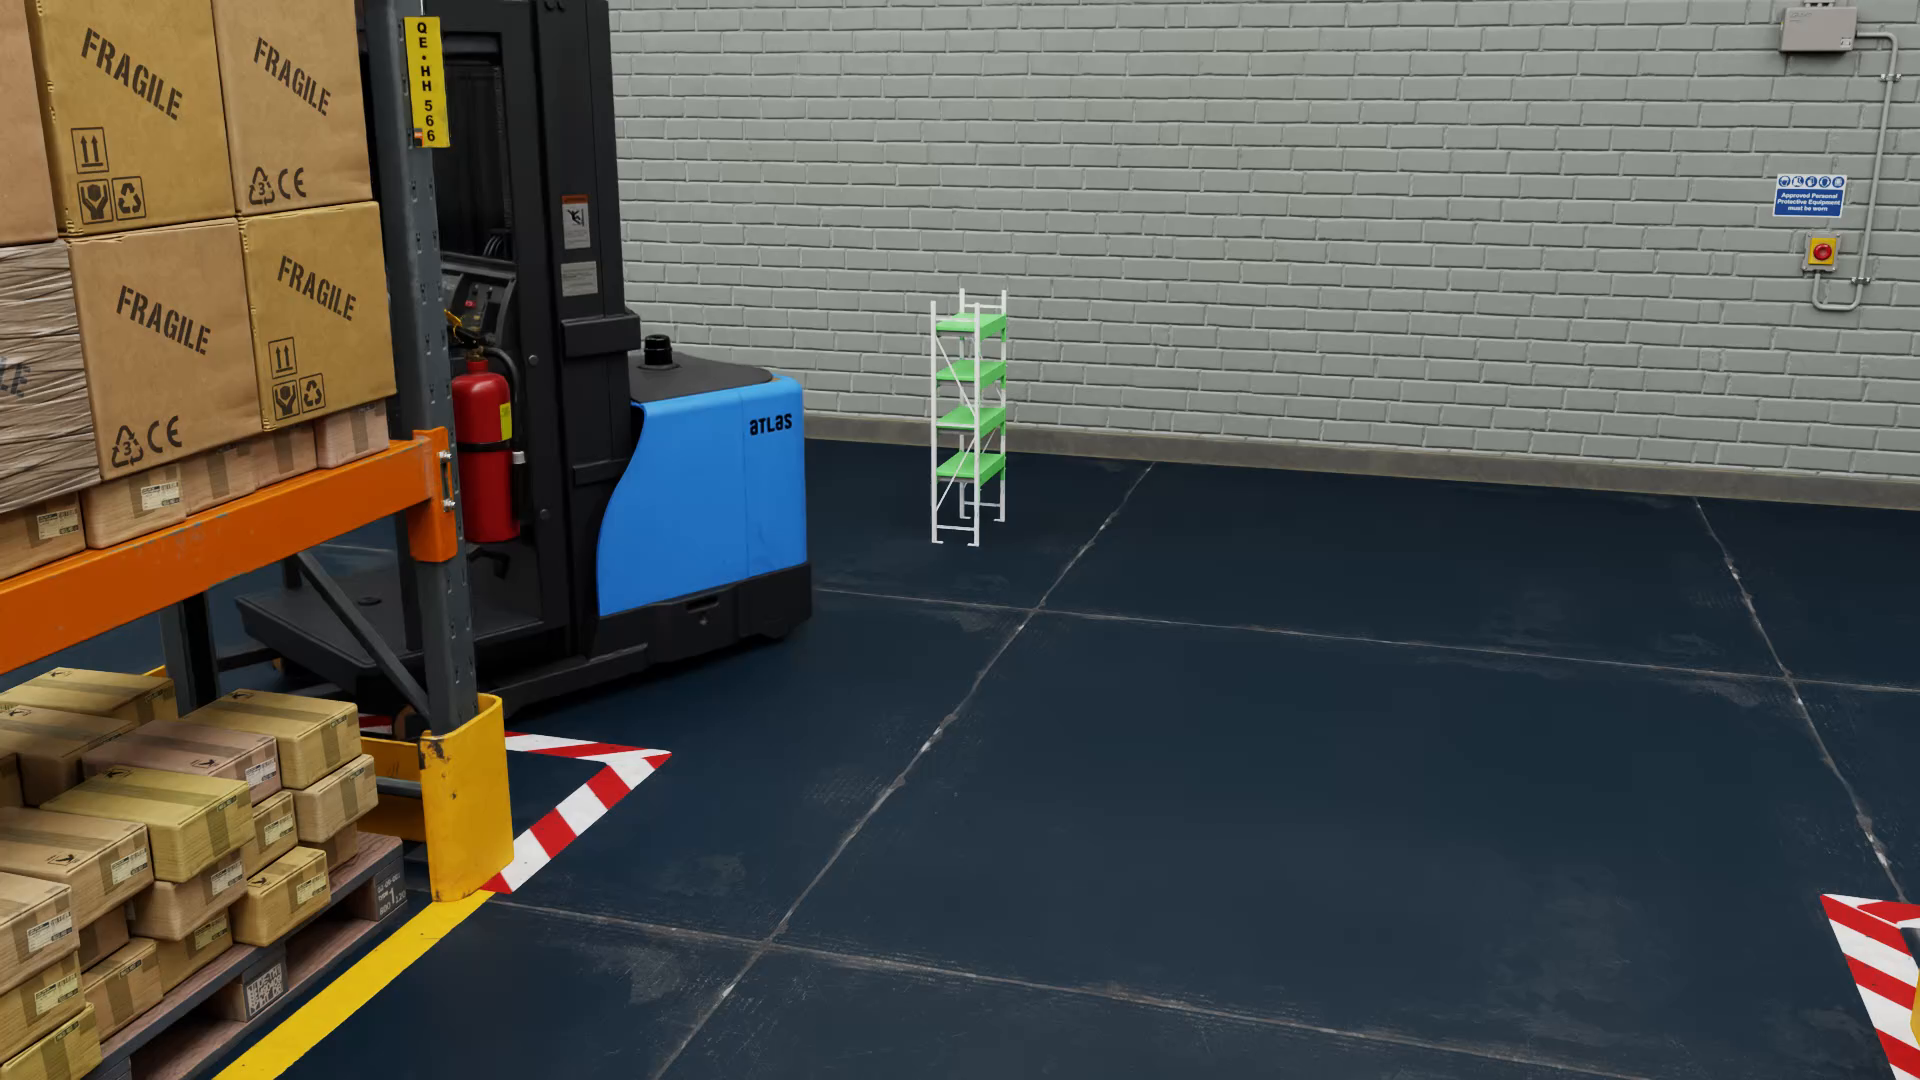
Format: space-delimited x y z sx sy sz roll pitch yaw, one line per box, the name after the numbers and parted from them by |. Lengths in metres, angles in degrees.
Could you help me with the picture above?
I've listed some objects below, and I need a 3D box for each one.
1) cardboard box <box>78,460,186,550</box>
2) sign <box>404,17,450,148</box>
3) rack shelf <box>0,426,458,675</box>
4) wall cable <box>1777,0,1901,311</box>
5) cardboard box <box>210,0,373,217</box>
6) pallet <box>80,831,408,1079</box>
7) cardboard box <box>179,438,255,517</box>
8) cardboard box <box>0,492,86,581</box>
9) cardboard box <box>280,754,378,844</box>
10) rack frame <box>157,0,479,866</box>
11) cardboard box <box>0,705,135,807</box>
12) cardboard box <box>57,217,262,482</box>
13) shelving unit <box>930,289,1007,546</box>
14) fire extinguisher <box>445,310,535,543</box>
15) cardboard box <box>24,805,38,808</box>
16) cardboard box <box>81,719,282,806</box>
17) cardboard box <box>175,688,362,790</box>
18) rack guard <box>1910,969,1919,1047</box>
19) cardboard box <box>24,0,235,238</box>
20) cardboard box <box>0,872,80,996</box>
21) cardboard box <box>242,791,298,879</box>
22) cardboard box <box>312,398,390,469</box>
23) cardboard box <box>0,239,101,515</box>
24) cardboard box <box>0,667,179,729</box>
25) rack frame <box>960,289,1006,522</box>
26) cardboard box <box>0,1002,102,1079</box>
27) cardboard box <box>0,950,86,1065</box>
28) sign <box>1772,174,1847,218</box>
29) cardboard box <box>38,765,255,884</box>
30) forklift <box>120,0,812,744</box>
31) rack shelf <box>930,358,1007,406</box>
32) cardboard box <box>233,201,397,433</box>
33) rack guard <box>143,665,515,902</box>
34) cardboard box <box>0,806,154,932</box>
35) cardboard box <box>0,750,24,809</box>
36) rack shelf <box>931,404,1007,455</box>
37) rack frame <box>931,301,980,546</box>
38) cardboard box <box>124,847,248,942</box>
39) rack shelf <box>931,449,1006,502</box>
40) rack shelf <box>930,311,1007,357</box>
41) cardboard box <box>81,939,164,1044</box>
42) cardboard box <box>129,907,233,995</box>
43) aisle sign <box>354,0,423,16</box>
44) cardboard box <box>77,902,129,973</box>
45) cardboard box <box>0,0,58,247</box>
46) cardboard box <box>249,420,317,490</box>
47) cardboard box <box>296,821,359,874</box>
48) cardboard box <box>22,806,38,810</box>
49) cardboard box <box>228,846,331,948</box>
-1.940 -0.097 3.634 0.380 0.149 0.250 5 17 17 | cardboard box
-1.379 -1.183 4.303 0.100 0.325 0.005 5 16 16 | sign
-2.473 0.347 2.927 1.077 0.370 4.000 5 16 16 | rack shelf
4.450 -2.146 8.478 0.585 1.953 0.123 5 16 16 | wall cable
-1.797 -1.056 3.993 0.500 0.500 0.500 4 16 15 | cardboard box
-2.191 1.049 4.245 1.003 0.211 1.213 5 16 16 | pallet
-1.890 -0.165 3.876 0.380 0.149 0.250 4 16 15 | cardboard box
-2.043 -0.030 3.399 0.380 0.149 0.250 4 16 13 | cardboard box
-1.781 0.664 4.400 0.380 0.149 0.250 4 16 14 | cardboard box
-1.905 -0.522 4.674 1.000 3.000 0.127 5 16 16 | rack frame
-2.343 0.553 4.247 0.380 0.149 0.250 5 17 17 | cardboard box
-1.937 -0.442 3.661 0.500 0.500 0.500 4 16 15 | cardboard box
0.047 -0.621 8.318 0.258 1.200 0.503 5 16 16 | shelving unit
-1.391 -0.336 4.841 0.296 0.674 0.183 5 16 16 | fire extinguisher
-2.432 0.688 4.315 0.380 0.149 0.250 5 16 16 | cardboard box
-1.939 0.580 4.151 0.380 0.149 0.250 5 17 17 | cardboard box
-1.813 0.519 4.367 0.380 0.149 0.250 5 17 17 | cardboard box
2.876 1.031 3.777 1.175 0.500 0.348 5 16 16 | rack guard
-1.941 -0.923 3.526 0.500 0.500 0.500 4 16 14 | cardboard box
-2.048 0.795 3.393 0.380 0.149 0.250 5 17 18 | cardboard box
-1.907 0.728 4.174 0.380 0.149 0.250 4 16 15 | cardboard box
-1.727 -0.294 4.330 0.380 0.149 0.250 5 16 16 | cardboard box
-2.072 -0.308 3.191 0.500 0.500 0.500 5 16 16 | cardboard box
-2.380 0.472 4.534 0.380 0.149 0.250 4 16 13 | cardboard box
0.116 -0.684 8.543 0.240 1.200 0.015 5 16 16 | rack frame
-2.058 1.076 3.494 0.380 0.149 0.250 4 16 13 | cardboard box
-2.062 0.937 3.439 0.380 0.149 0.250 5 17 17 | cardboard box
4.421 -1.792 8.654 0.327 0.218 0.001 5 16 16 | sign
-1.891 0.658 3.877 0.380 0.149 0.250 4 16 15 | cardboard box
-2.019 -0.837 5.908 3.031 2.935 1.130 -15 22 -43 | forklift
0.047 -0.790 8.270 0.258 0.148 0.480 5 16 16 | rack shelf
-1.786 -0.576 4.135 0.500 0.500 0.500 5 17 17 | cardboard box
-1.927 0.700 4.945 1.175 0.500 0.348 5 16 16 | rack guard
-2.025 0.721 3.656 0.380 0.149 0.250 4 16 14 | cardboard box
-2.537 0.609 4.050 0.380 0.149 0.250 5 16 16 | cardboard box
0.047 -0.559 8.336 0.258 0.148 0.480 5 16 16 | rack shelf
-0.022 -0.557 8.093 0.240 1.200 0.015 5 16 16 | rack frame
-1.927 0.800 3.920 0.380 0.149 0.250 4 16 14 | cardboard box
0.047 -0.328 8.401 0.258 0.148 0.480 5 16 16 | rack shelf
0.047 -1.021 8.205 0.258 0.148 0.480 5 16 16 | rack shelf
-2.046 1.004 3.747 0.380 0.149 0.250 5 17 16 | cardboard box
-1.988 0.939 3.978 0.380 0.149 0.250 5 16 16 | cardboard box
-1.597 -1.769 4.304 0.394 0.787 0.004 5 16 16 | aisle sign
-2.102 0.863 3.701 0.380 0.149 0.250 4 16 15 | cardboard box
-2.080 -0.786 3.044 0.500 0.500 0.500 6 17 19 | cardboard box
-1.833 -0.232 4.111 0.380 0.149 0.250 5 16 16 | cardboard box
-1.855 0.801 4.463 0.380 0.149 0.250 5 17 17 | cardboard box
-2.417 0.759 4.065 0.380 0.149 0.250 5 17 17 | cardboard box
-1.831 0.876 4.198 0.380 0.149 0.250 5 17 18 | cardboard box
